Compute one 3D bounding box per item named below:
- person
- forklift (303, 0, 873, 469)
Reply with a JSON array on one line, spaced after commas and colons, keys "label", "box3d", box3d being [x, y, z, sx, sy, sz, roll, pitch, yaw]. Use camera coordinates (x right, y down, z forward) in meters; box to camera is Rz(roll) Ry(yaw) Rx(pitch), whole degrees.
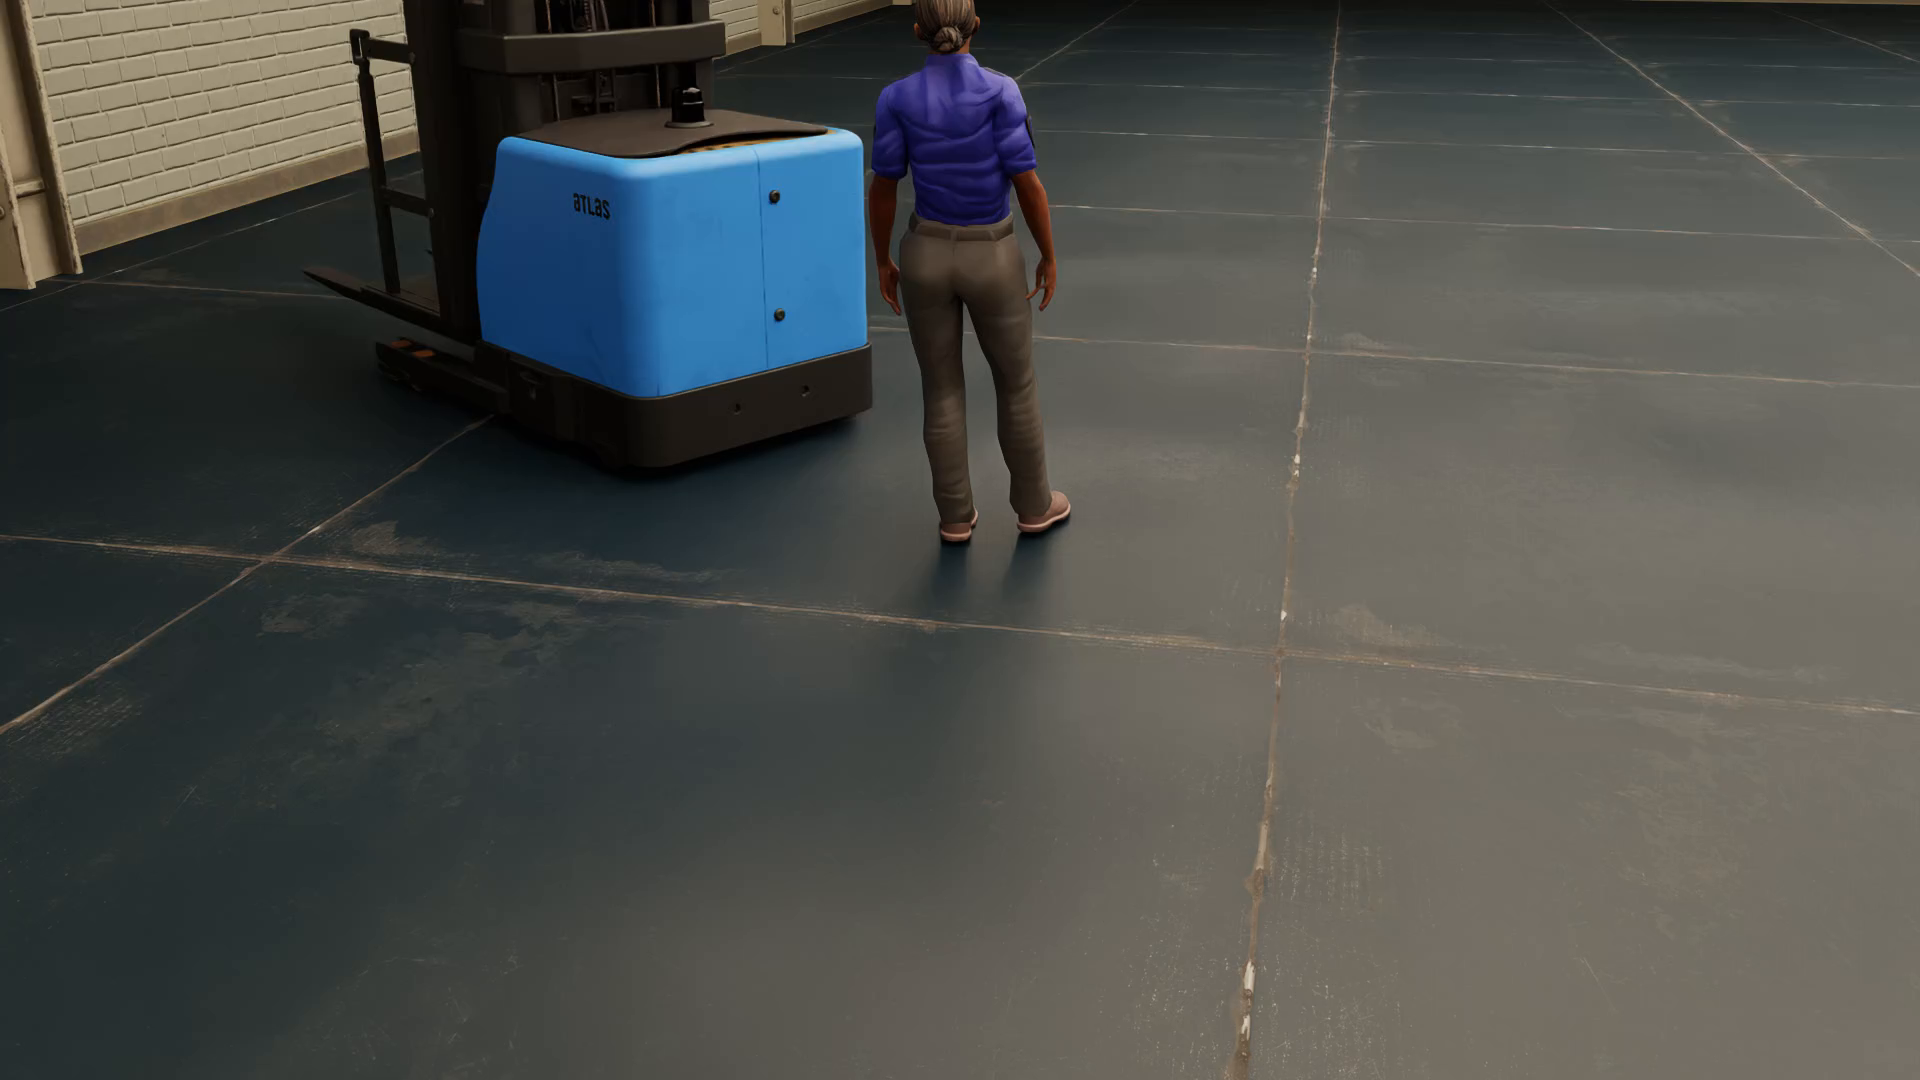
[{"label": "person", "box3d": [0.038, -0.804, 4.909, 0.570, 1.657, 0.502, 5, 23, 11]}, {"label": "forklift", "box3d": [-1.709, -2.064, 6.328, 1.130, 2.935, 3.031, -20, 30, -40]}]
